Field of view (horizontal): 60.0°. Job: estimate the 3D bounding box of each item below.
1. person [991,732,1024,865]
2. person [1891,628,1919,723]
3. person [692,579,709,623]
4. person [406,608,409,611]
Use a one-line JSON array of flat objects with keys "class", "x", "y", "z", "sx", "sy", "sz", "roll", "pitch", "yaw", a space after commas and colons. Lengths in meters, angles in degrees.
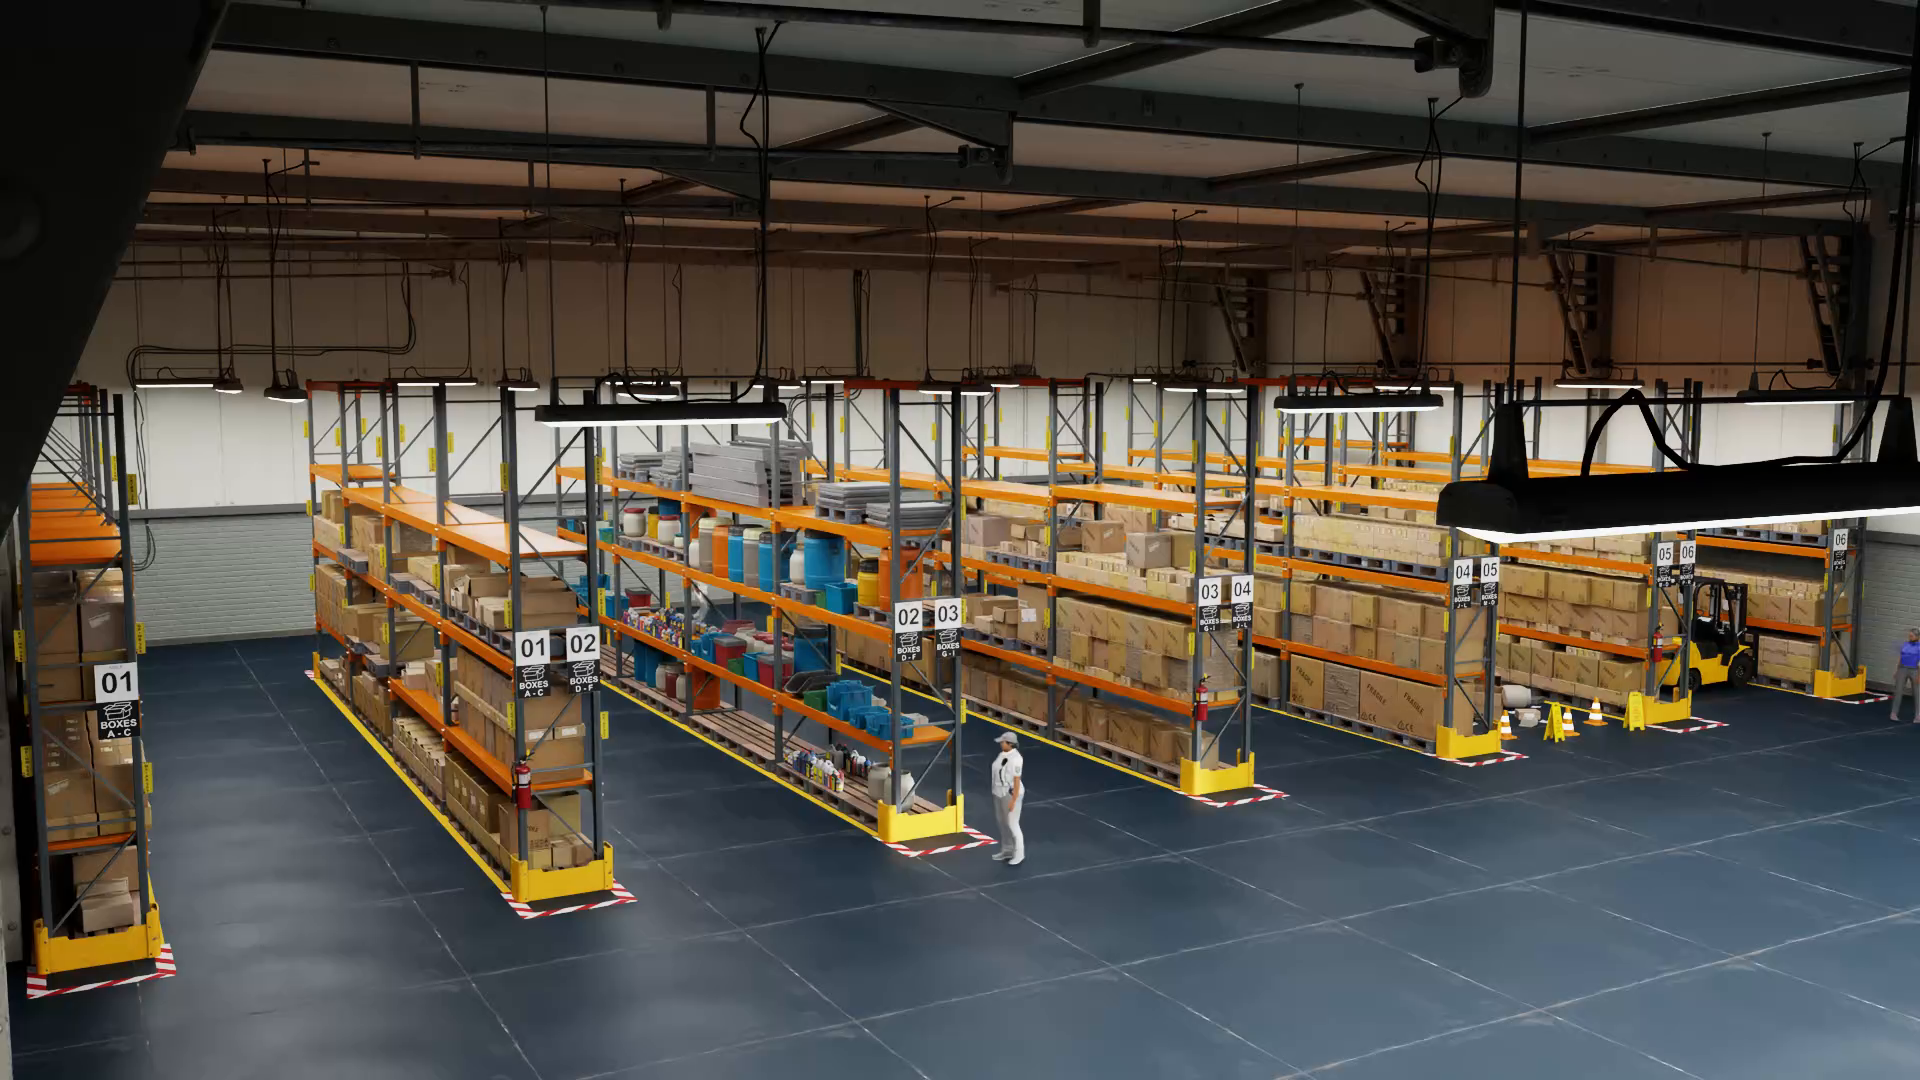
[{"class": "person", "x": 0.603, "y": 3.266, "z": 21.115, "sx": 0.387, "sy": 1.680, "sz": 0.525, "roll": -3, "pitch": 7, "yaw": -27}, {"class": "person", "x": 16.774, "y": 2.379, "z": 29.397, "sx": 0.425, "sy": 1.658, "sz": 0.506, "roll": -6, "pitch": 8, "yaw": -43}, {"class": "person", "x": -6.092, "y": 1.285, "z": 38.977, "sx": 0.501, "sy": 1.771, "sz": 0.563, "roll": -2, "pitch": 7, "yaw": -22}, {"class": "person", "x": -11.754, "y": 1.814, "z": 34.923, "sx": 0.990, "sy": 1.627, "sz": 0.459, "roll": 3, "pitch": 7, "yaw": 29}]
